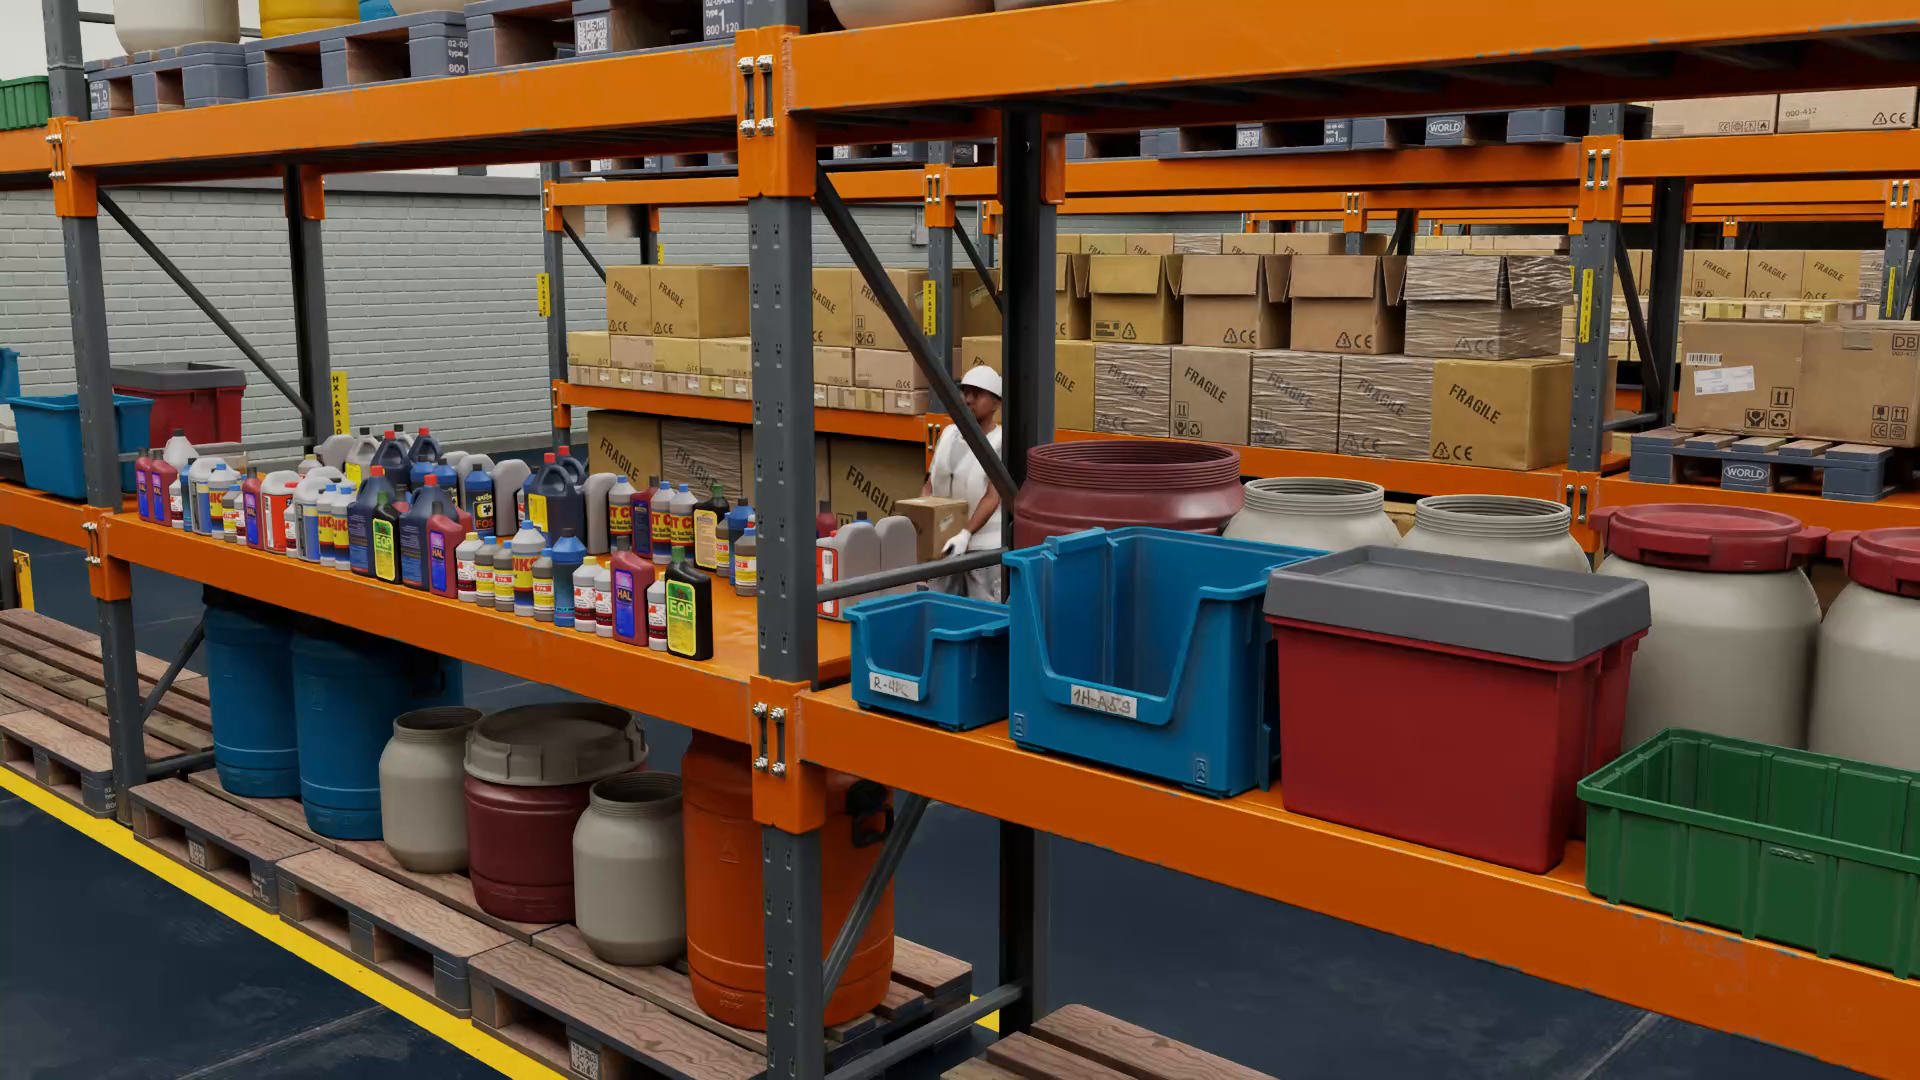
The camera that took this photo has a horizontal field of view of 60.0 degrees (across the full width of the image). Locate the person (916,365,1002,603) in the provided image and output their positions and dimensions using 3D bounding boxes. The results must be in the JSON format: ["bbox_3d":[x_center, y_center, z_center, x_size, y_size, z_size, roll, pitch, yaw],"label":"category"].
[{"bbox_3d":[-0.001,0.066,7.978,0.495,1.784,0.573,8,13,40],"label":"person"}]
